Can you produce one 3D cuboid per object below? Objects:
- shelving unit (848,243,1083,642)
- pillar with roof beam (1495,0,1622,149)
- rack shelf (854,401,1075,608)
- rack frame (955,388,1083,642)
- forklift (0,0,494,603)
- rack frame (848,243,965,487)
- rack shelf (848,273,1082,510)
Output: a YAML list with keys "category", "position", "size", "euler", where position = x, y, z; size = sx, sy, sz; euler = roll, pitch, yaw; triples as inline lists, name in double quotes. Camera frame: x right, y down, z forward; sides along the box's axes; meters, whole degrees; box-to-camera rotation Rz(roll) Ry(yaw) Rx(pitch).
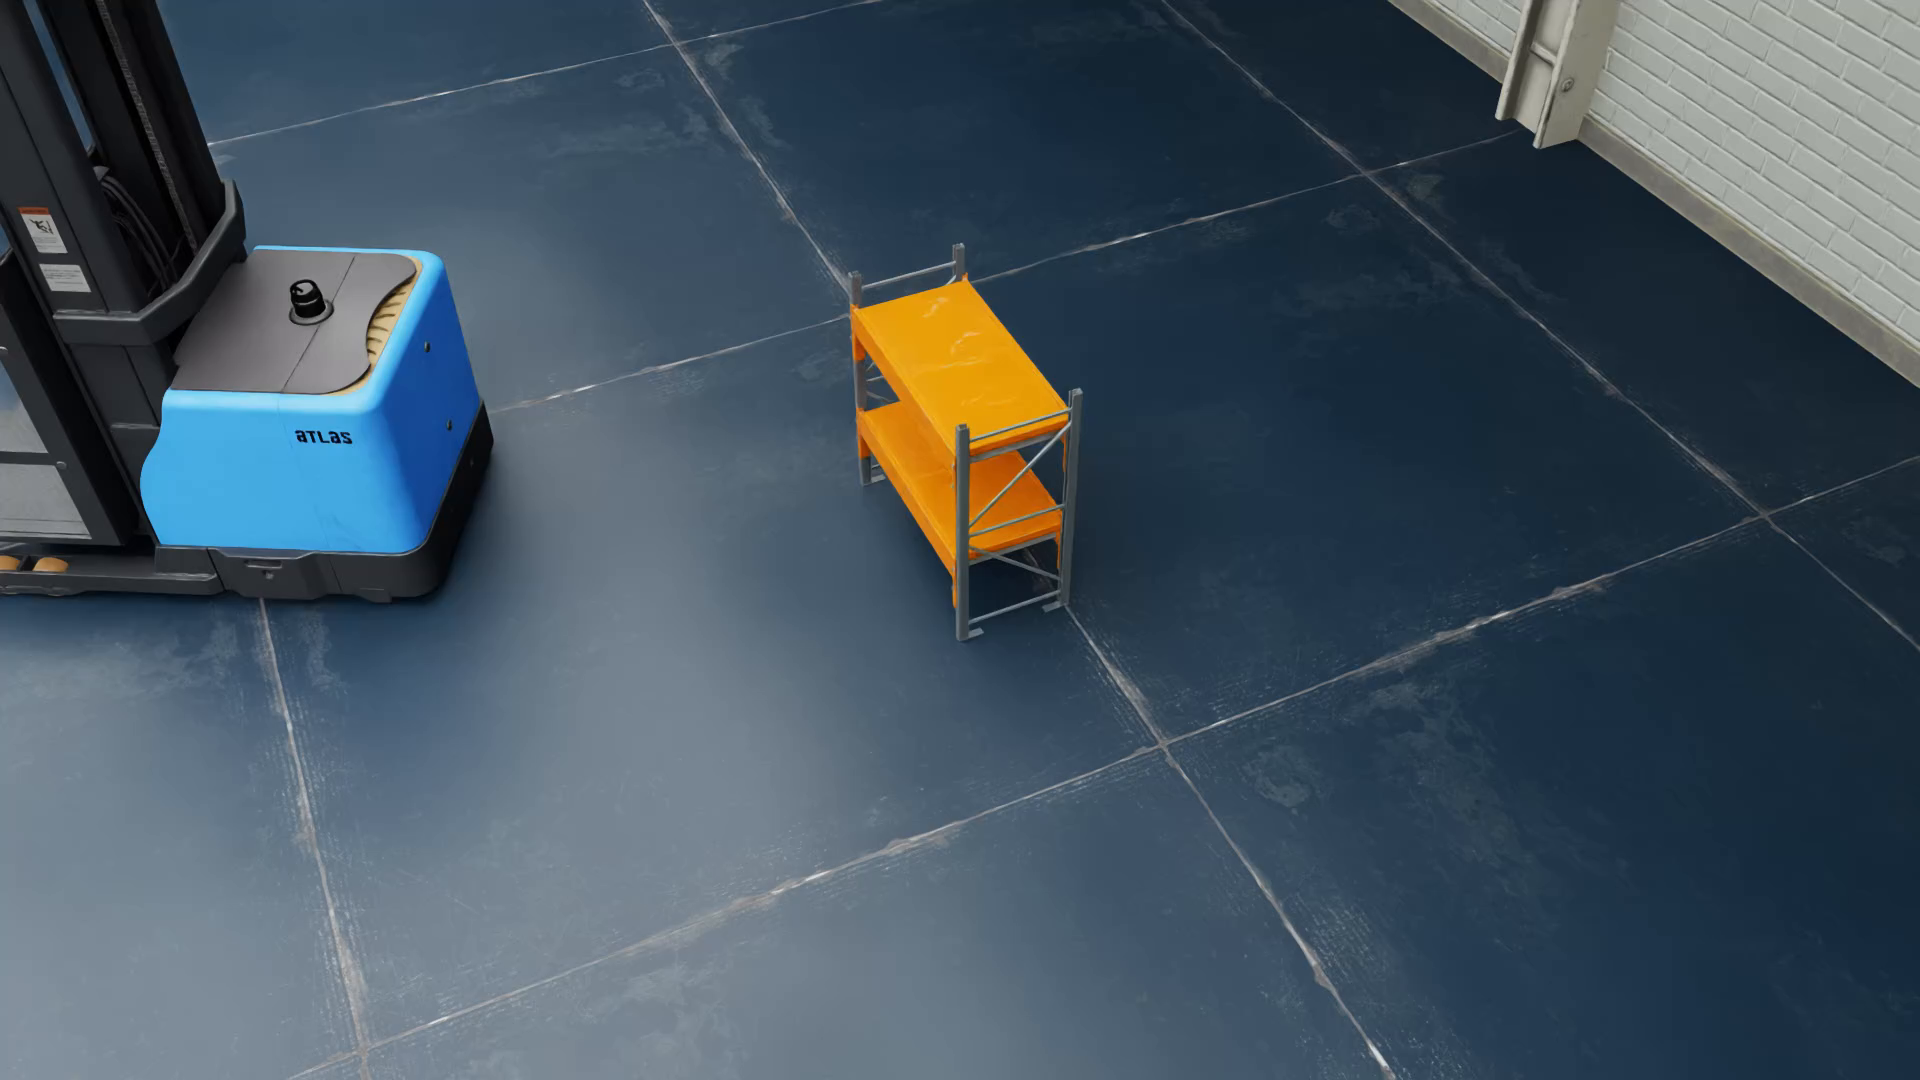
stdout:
- category: "shelving unit"
  position: [0.003, -0.396, 6.719]
  size: [0.538, 1.125, 1.048]
  euler: [-18, 47, -17]
- category: "pillar with roof beam"
  position: [-0.600, -4.299, 5.069]
  size: [9.100, 9.000, 0.400]
  euler: [-18, 47, -17]
- category: "rack shelf"
  position: [0.003, -0.222, 6.891]
  size: [0.538, 0.278, 1.000]
  euler: [-18, 47, -17]
- category: "rack frame"
  position: [0.217, -0.072, 6.391]
  size: [0.500, 1.125, 0.032]
  euler: [-18, 47, -17]
- category: "forklift"
  position: [-3.625, -1.181, 6.229]
  size: [3.031, 2.935, 1.130]
  euler: [2, 45, 2]
- category: "rack frame"
  position: [-0.211, -0.720, 7.048]
  size: [0.500, 1.125, 0.032]
  euler: [-18, 47, -17]
- category: "rack shelf"
  position: [0.003, -0.604, 6.514]
  size: [0.538, 0.278, 1.000]
  euler: [-18, 47, -17]
